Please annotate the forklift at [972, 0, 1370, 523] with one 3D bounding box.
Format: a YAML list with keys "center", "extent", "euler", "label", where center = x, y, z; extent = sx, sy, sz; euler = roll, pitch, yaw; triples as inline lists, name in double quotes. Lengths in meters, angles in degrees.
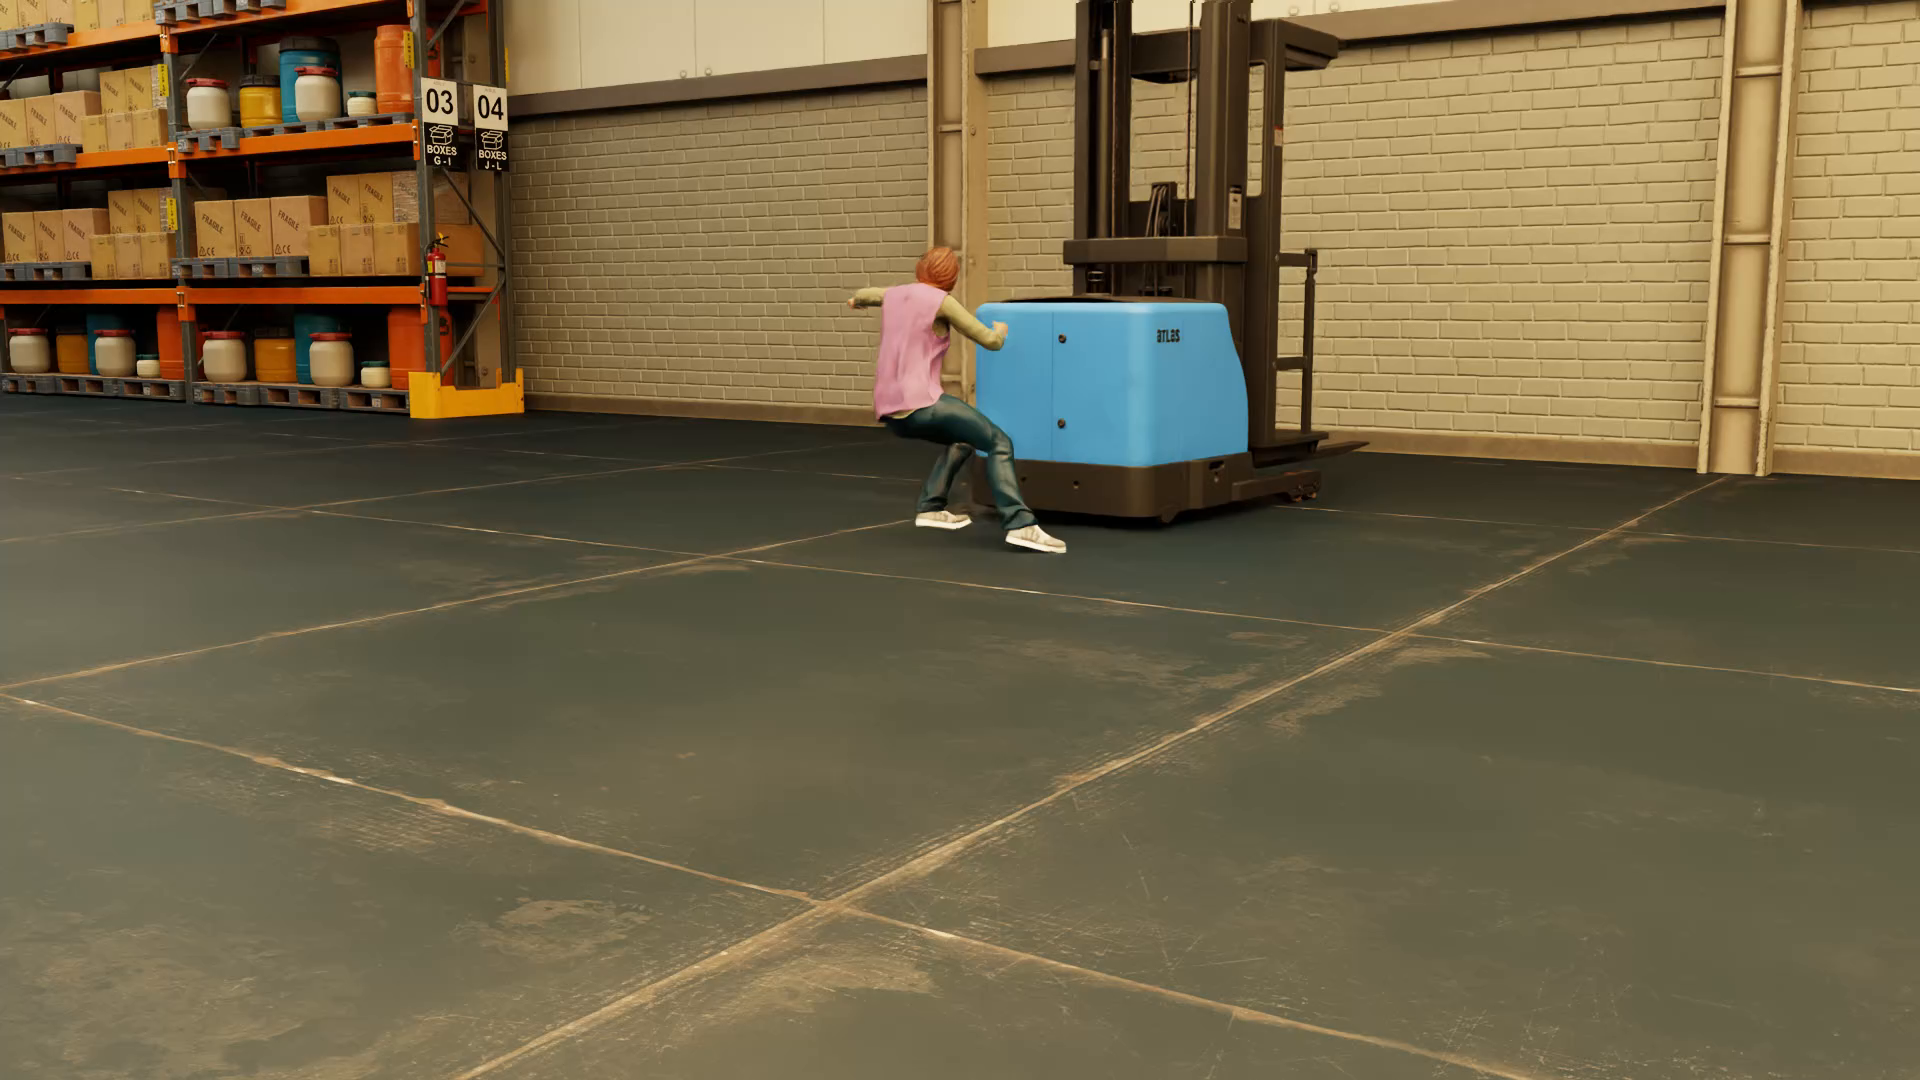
- center: [1.353, -1.693, 9.099]
  extent: [1.130, 2.935, 3.031]
  euler: [6, 10, 37]
  label: "forklift"

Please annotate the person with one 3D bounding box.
- center: [-0.095, -0.657, 7.585]
  extent: [1.413, 1.321, 0.733]
  euler: [8, 11, 43]
  label: "person"
